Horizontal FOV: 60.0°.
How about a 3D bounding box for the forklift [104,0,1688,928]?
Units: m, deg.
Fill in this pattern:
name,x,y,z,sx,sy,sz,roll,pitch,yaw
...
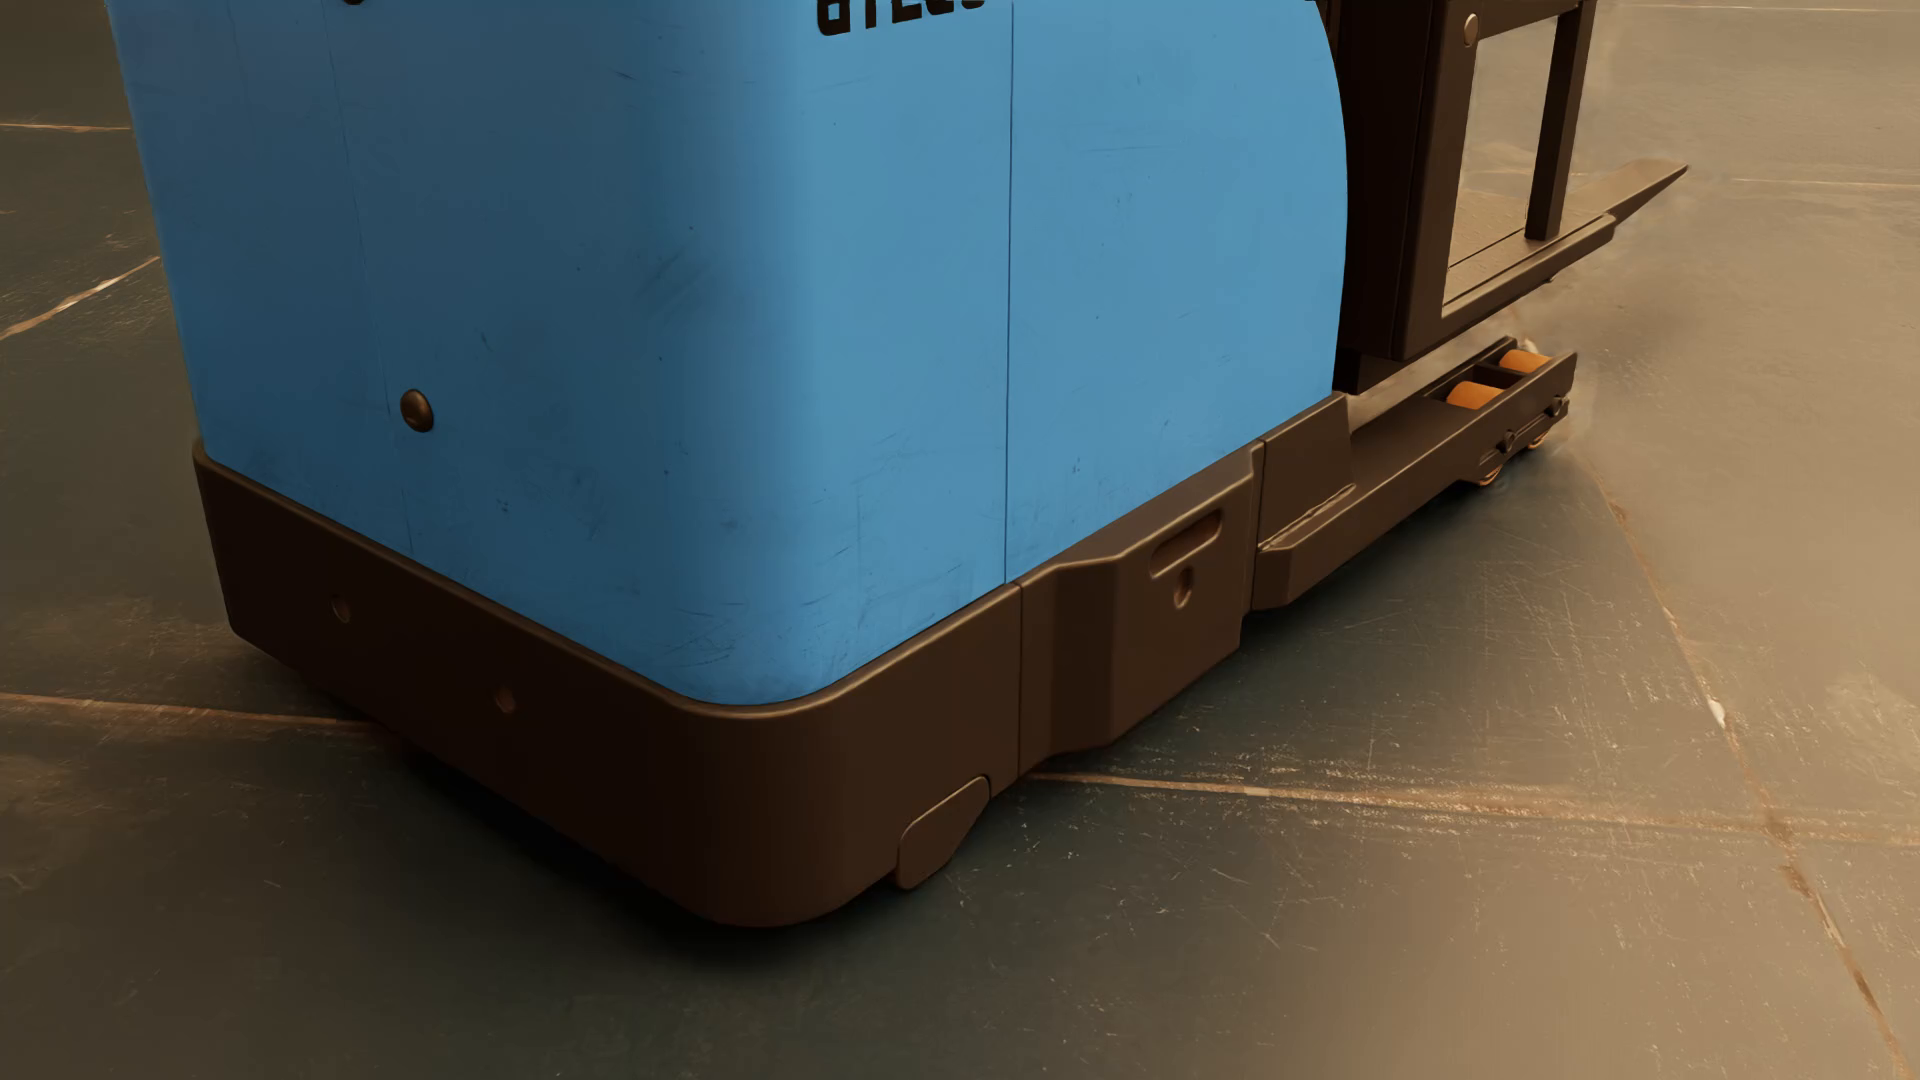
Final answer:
name,x,y,z,sx,sy,sz,roll,pitch,yaw
forklift,0.384,-1.525,2.274,1.130,2.935,3.031,20,33,35
